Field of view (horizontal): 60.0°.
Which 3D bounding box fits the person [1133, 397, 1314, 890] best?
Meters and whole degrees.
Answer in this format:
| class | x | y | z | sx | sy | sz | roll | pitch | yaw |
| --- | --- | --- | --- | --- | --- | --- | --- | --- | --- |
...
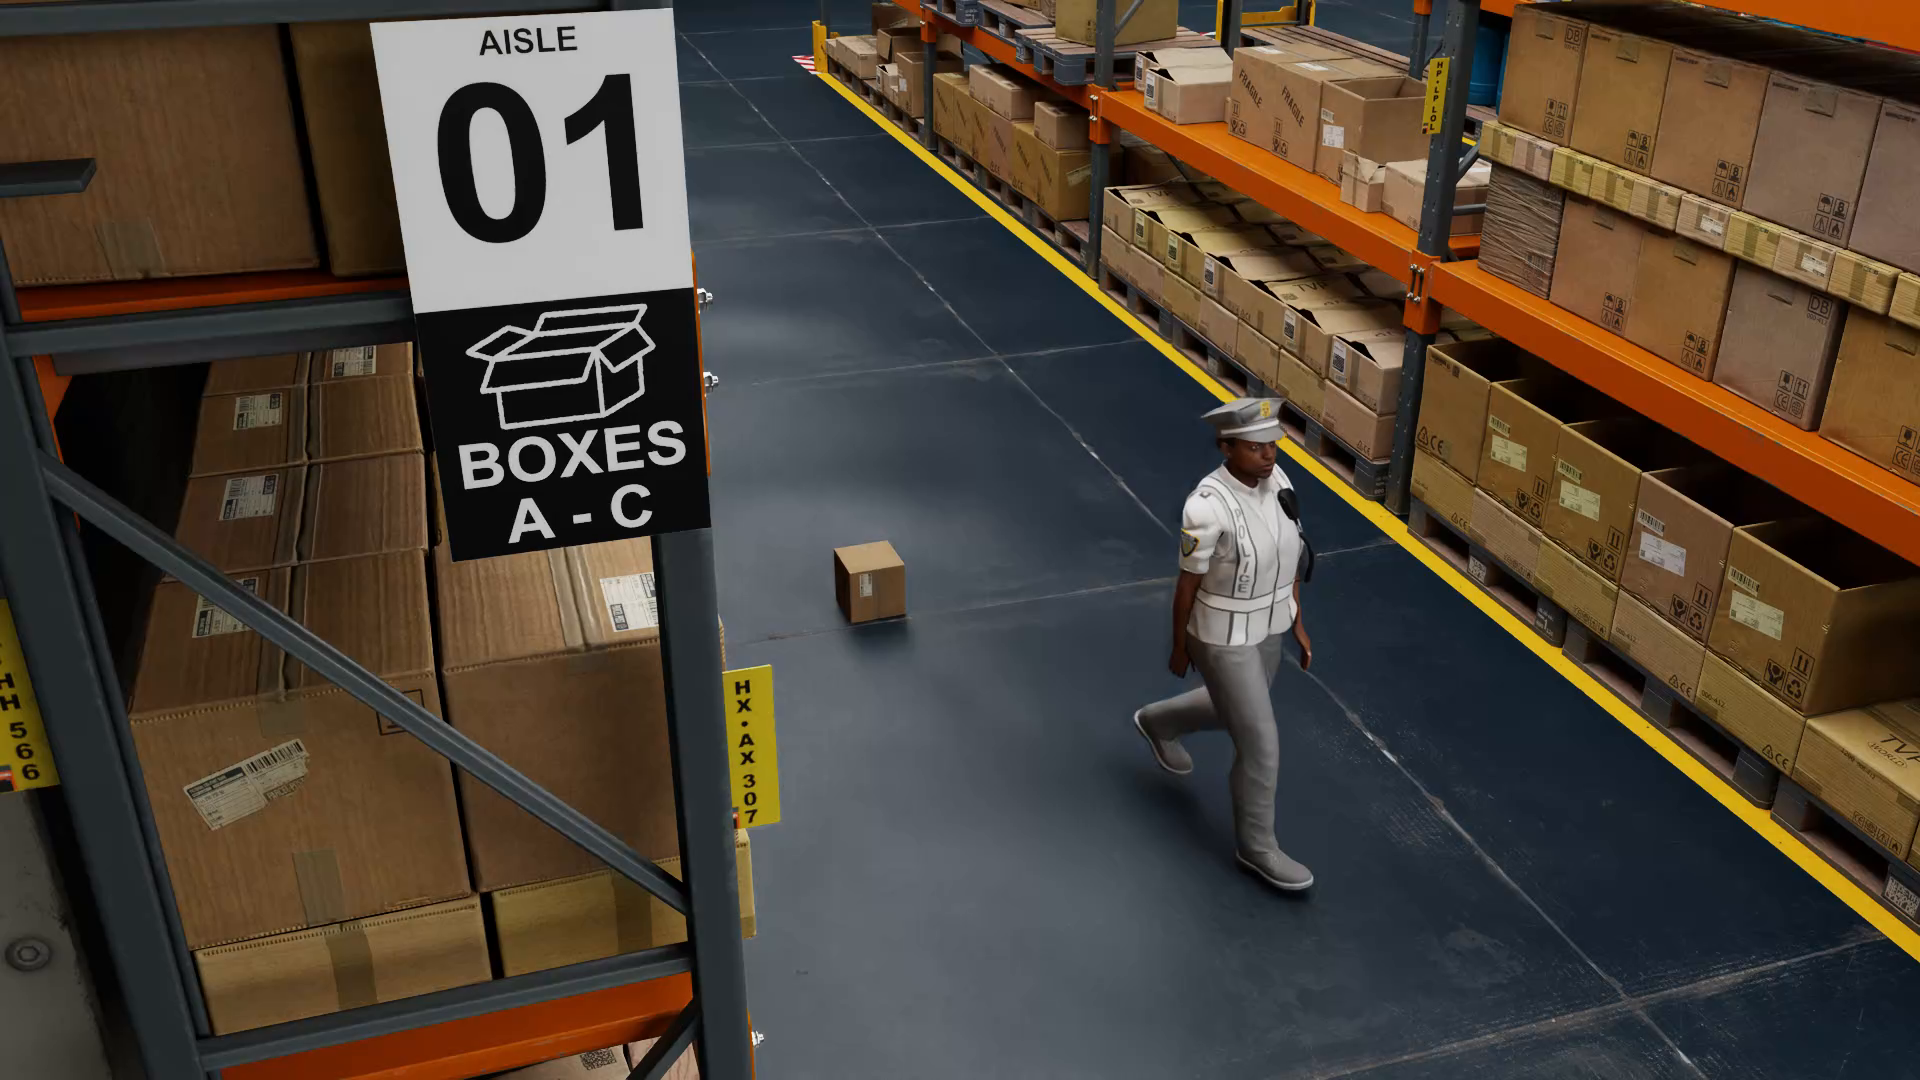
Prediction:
| class | x | y | z | sx | sy | sz | roll | pitch | yaw |
| --- | --- | --- | --- | --- | --- | --- | --- | --- | --- |
| person | 0.905 | 0.270 | 5.512 | 0.440 | 1.645 | 0.903 | -22 | 34 | -37 |
